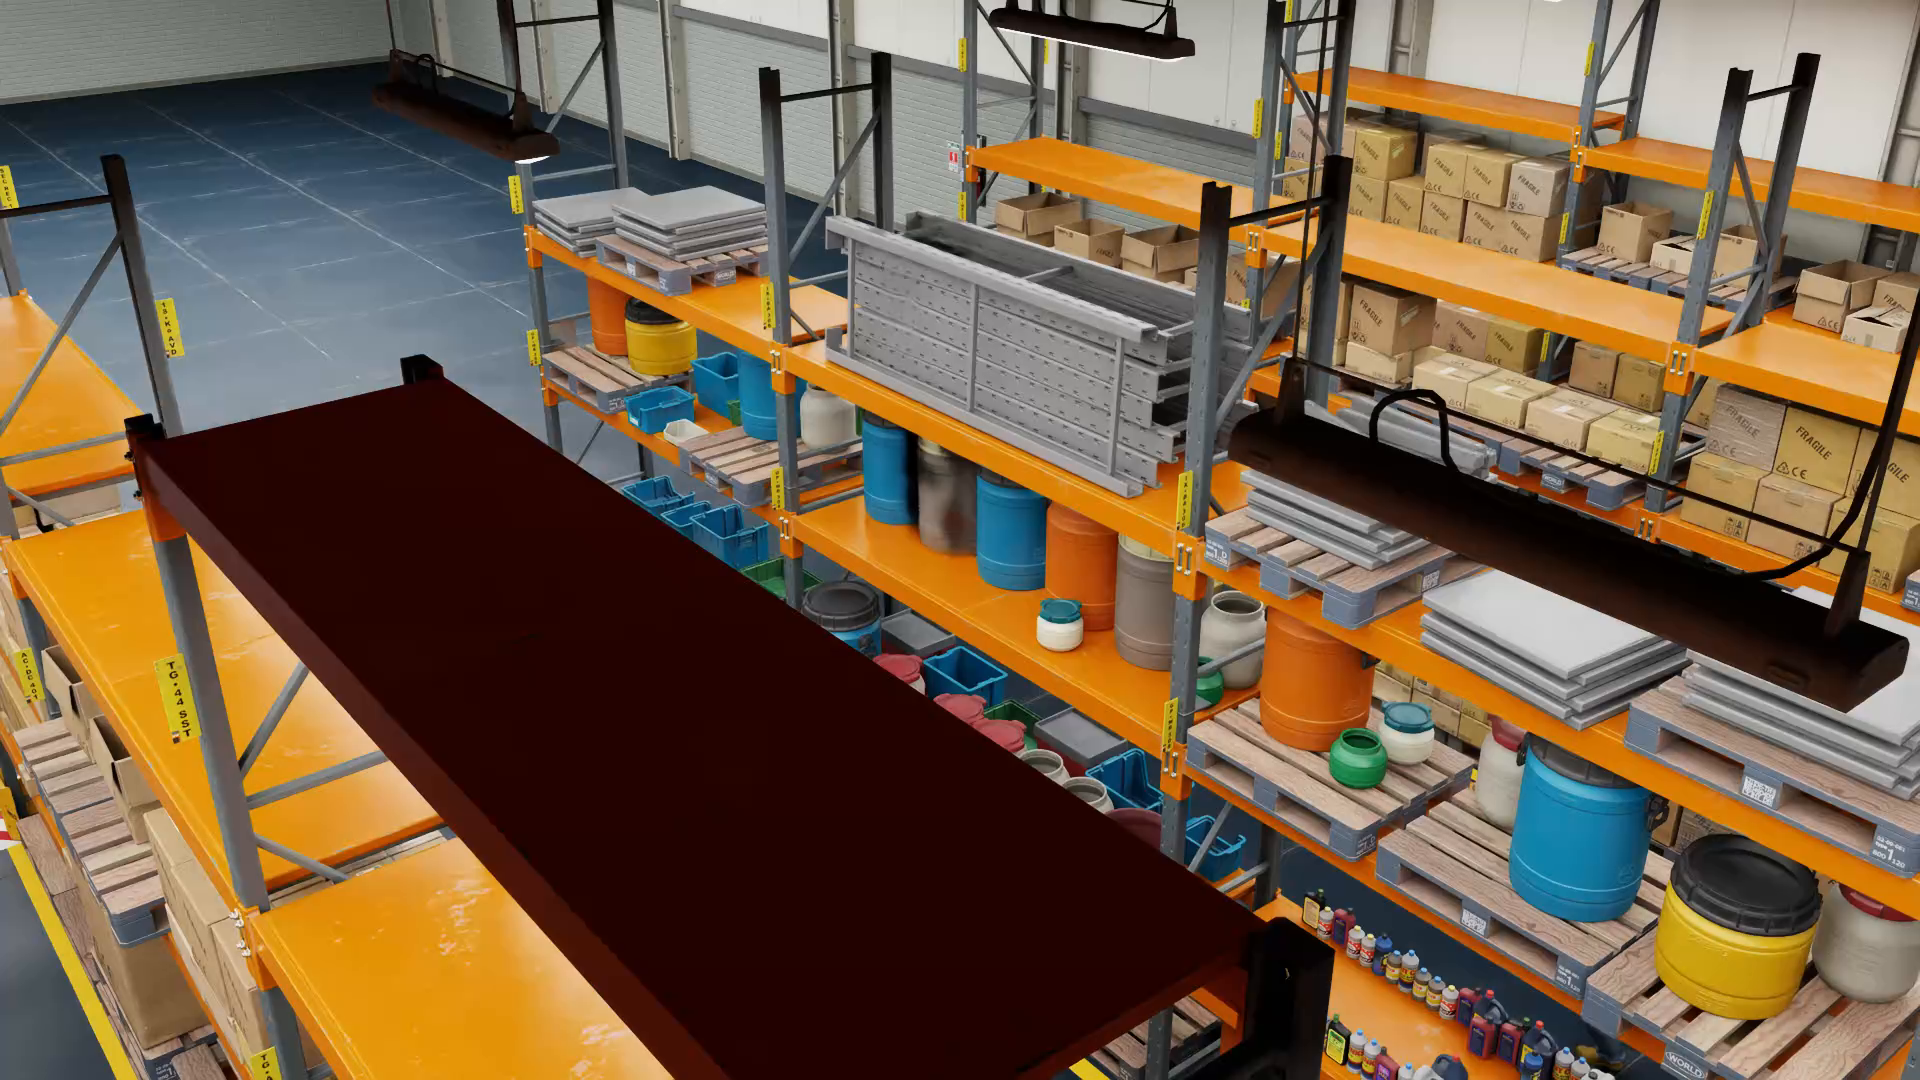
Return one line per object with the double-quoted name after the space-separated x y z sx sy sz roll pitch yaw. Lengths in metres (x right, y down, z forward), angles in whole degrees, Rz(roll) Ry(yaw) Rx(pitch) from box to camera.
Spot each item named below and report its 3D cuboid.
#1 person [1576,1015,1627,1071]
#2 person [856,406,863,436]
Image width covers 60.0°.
4.106 2.683 10.812 0.712 1.683 0.690 16 30 30 "person"
-0.958 -1.694 19.705 0.986 1.787 0.619 -8 27 -15 "person"
